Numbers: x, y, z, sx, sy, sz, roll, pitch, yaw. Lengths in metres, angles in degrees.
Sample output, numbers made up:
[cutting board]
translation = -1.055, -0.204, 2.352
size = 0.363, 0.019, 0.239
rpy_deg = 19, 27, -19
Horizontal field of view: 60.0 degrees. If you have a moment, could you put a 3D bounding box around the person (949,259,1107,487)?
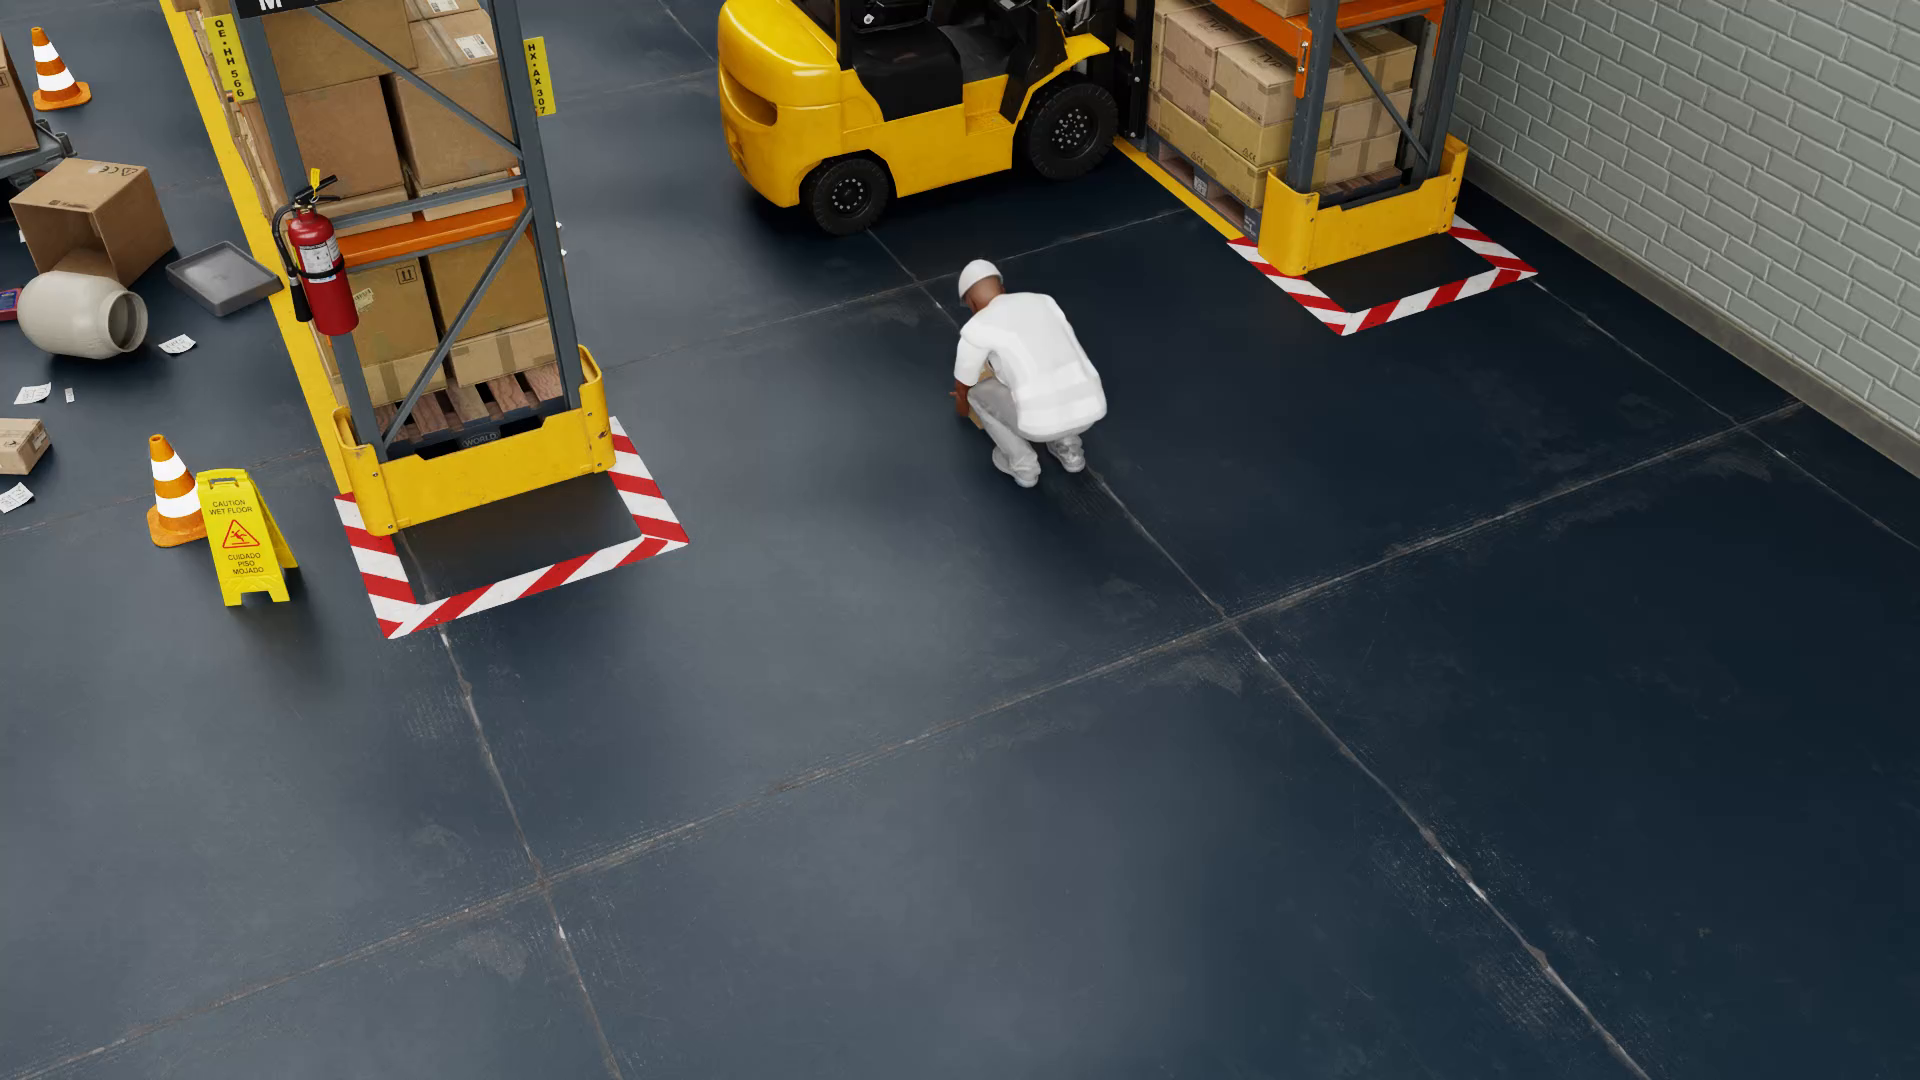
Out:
[person]
translation = 0.281, -0.754, 7.728
size = 0.560, 0.892, 0.901
rpy_deg = -19, 44, -20
